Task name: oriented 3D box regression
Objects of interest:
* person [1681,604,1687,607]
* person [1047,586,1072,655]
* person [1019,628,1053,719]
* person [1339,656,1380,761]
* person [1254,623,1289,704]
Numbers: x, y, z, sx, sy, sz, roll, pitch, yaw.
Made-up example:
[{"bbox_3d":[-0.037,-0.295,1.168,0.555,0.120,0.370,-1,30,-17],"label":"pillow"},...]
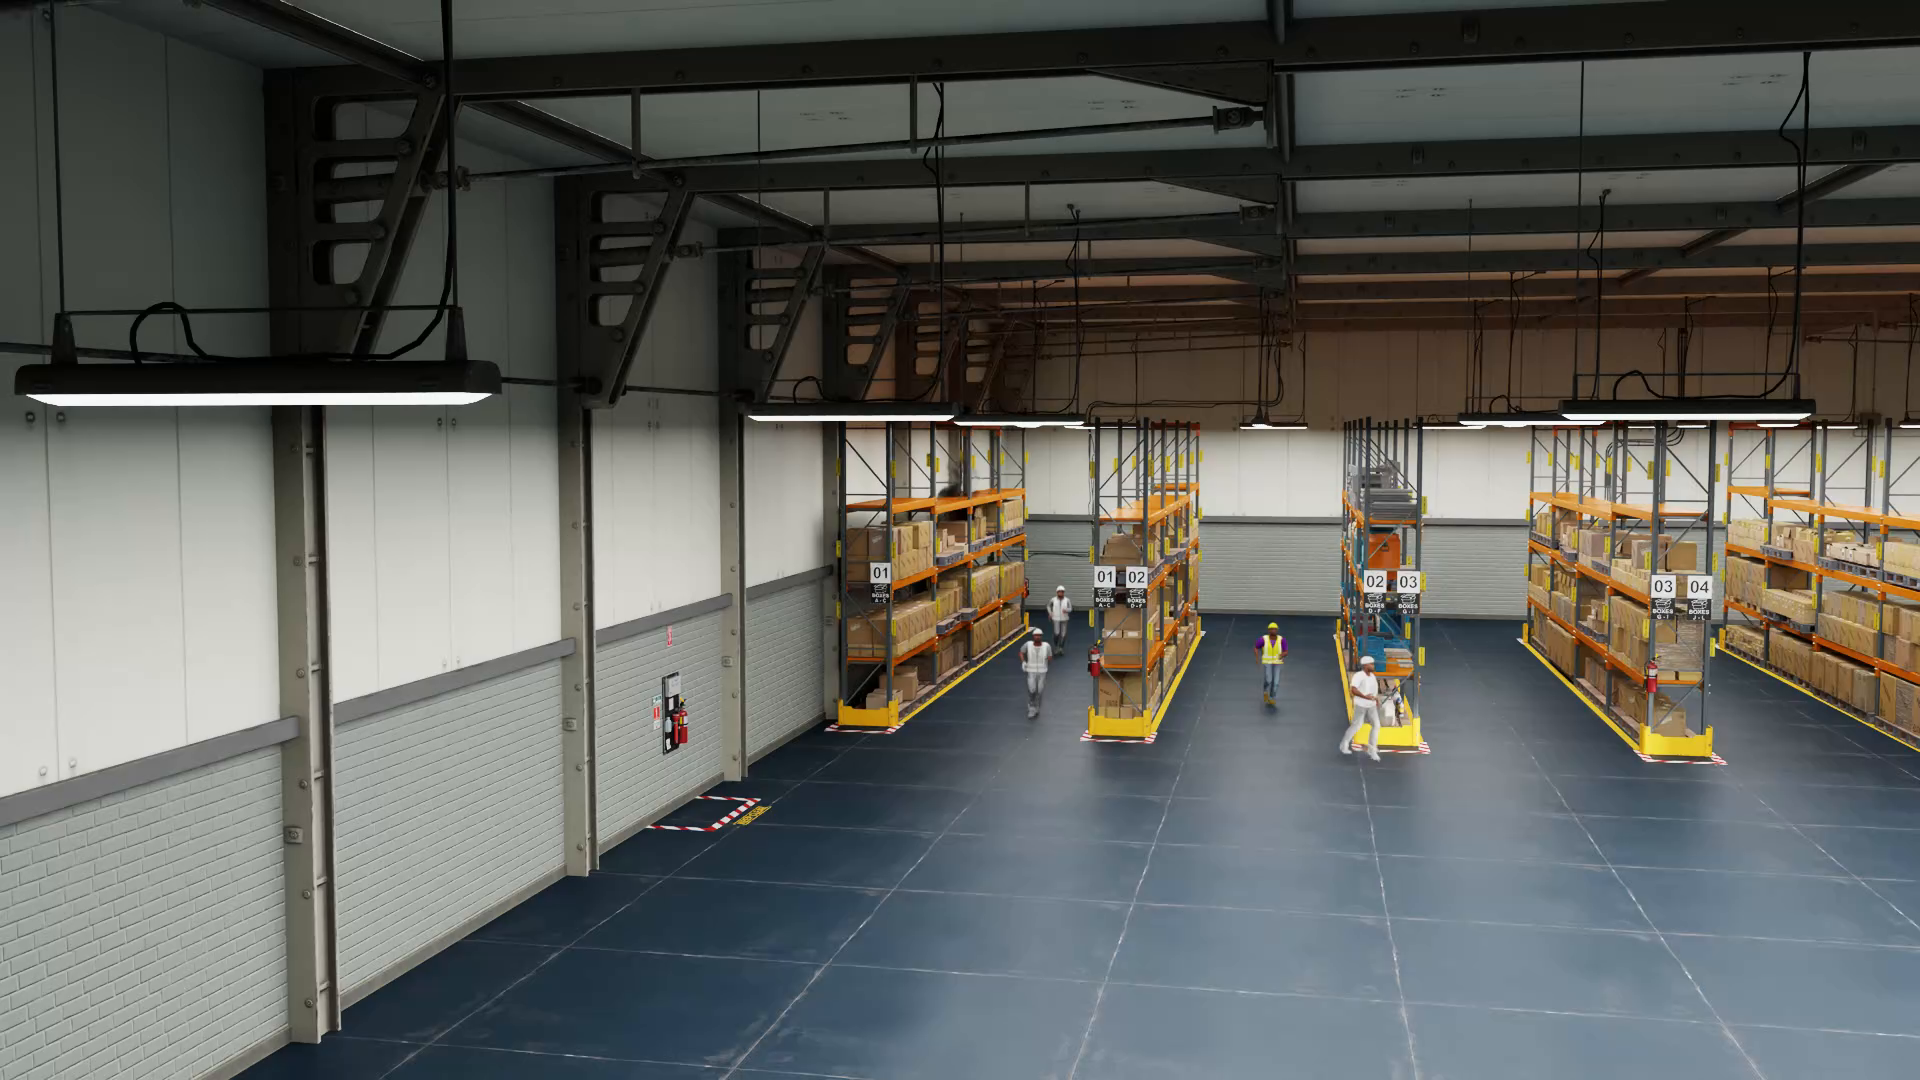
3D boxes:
[{"bbox_3d":[18.928,1.999,43.822,0.707,1.807,0.772,1,4,21],"label":"person"},{"bbox_3d":[2.571,2.069,42.730,0.629,1.771,0.693,0,4,-3],"label":"person"},{"bbox_3d":[1.542,2.679,33.341,0.655,1.813,0.736,0,4,-5],"label":"person"},{"bbox_3d":[7.151,2.939,29.255,0.766,1.788,0.792,-3,5,-37],"label":"person"},{"bbox_3d":[6.533,2.595,34.791,0.692,1.724,0.607,0,4,2],"label":"person"}]
